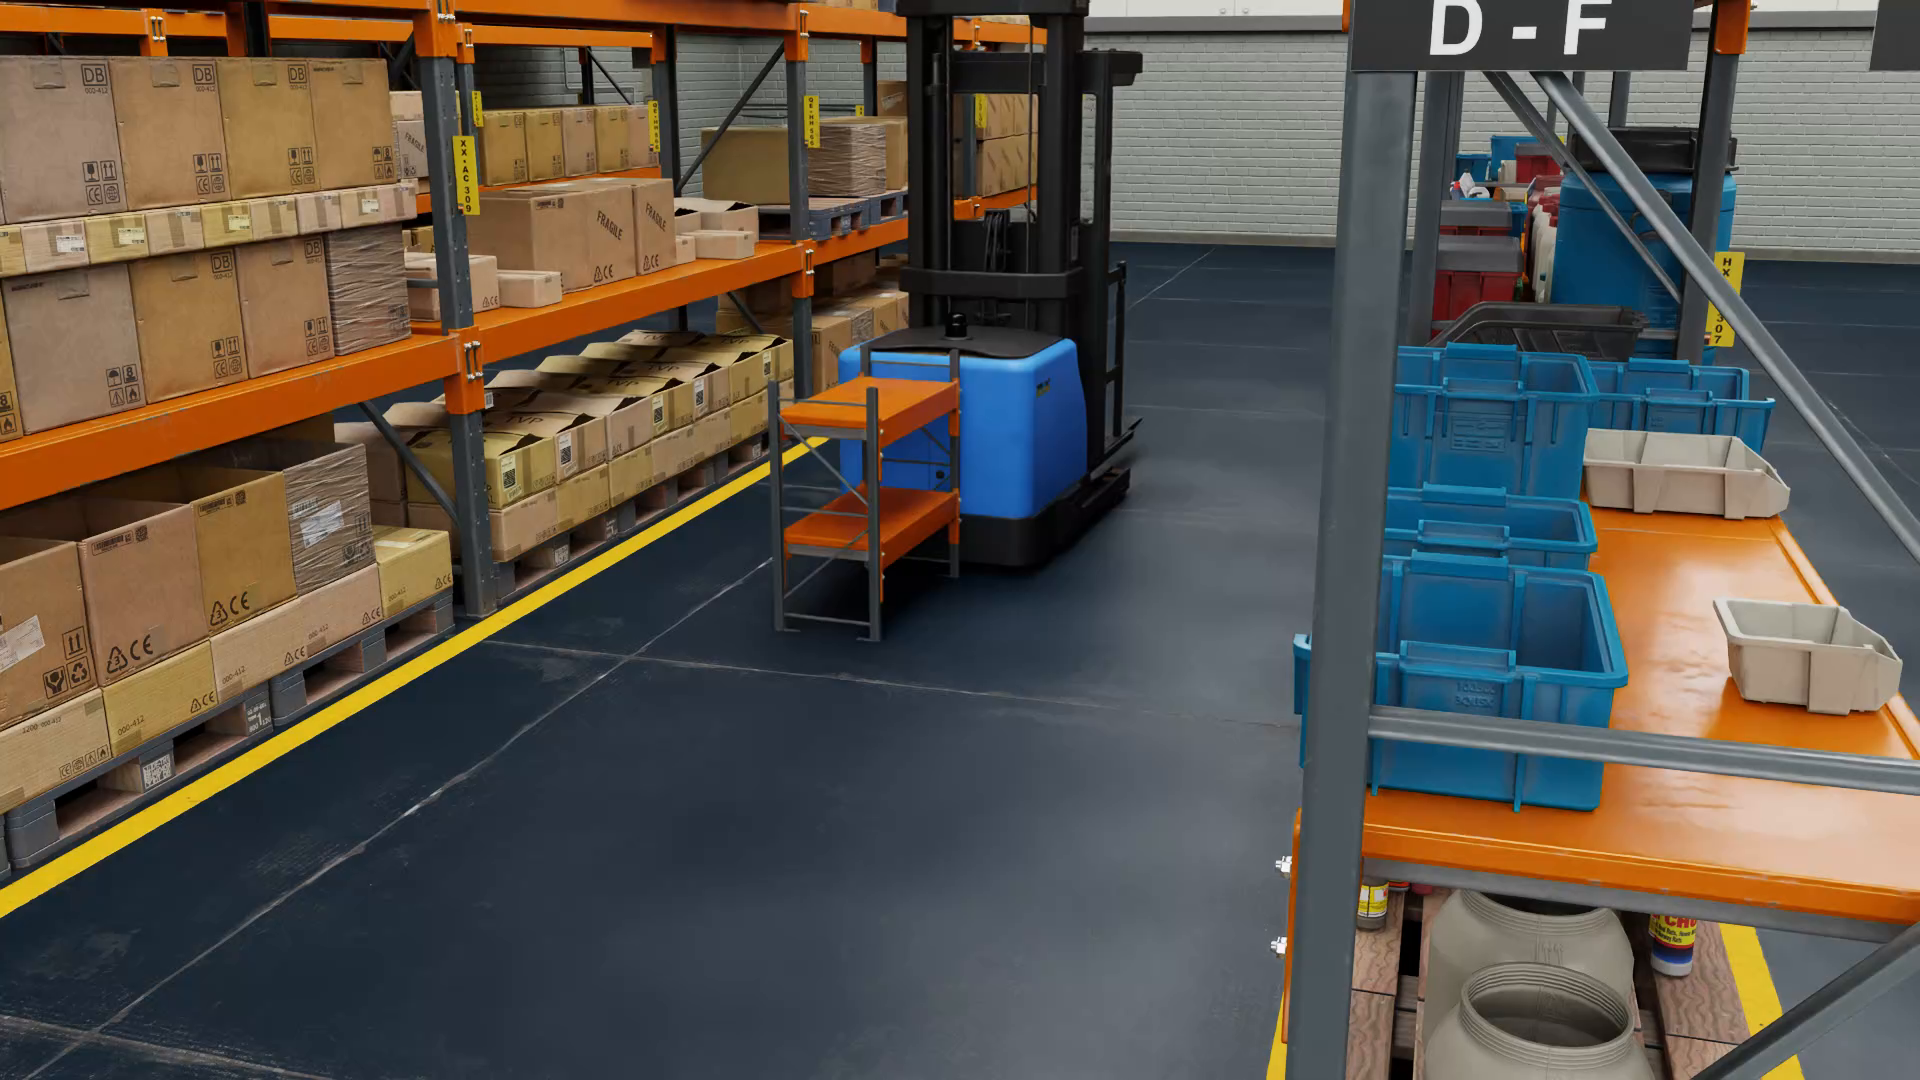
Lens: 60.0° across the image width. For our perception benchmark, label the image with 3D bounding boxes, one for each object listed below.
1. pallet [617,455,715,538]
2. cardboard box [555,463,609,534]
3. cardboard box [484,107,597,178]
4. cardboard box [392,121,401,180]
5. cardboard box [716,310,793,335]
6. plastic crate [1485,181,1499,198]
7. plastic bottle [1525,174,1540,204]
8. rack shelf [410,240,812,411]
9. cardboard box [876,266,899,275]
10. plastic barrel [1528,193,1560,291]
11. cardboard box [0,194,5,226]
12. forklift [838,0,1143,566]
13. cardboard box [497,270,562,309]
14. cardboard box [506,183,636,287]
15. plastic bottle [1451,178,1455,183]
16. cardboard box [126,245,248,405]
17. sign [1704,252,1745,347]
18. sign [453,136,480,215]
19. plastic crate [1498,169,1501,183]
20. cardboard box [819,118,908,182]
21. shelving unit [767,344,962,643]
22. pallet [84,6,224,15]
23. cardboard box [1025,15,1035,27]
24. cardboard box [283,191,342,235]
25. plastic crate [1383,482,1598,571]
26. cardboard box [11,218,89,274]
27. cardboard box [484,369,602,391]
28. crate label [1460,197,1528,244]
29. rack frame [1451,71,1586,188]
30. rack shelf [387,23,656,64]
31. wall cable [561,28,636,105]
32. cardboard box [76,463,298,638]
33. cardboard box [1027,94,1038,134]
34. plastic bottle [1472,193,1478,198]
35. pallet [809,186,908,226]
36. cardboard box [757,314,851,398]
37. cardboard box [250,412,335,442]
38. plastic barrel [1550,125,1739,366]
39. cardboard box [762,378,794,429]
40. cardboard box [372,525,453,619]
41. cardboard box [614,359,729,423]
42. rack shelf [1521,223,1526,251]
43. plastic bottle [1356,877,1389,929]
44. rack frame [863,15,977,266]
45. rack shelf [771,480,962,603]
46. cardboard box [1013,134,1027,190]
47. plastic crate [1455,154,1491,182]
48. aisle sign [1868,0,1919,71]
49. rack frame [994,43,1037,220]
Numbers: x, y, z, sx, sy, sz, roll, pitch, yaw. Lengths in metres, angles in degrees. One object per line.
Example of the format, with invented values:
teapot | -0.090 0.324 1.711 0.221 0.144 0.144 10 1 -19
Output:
pallet | -2.108 -0.307 9.525 1.003 0.211 1.213 5 16 16
cardboard box | -2.126 -0.232 8.418 0.500 0.250 0.500 5 17 17
cardboard box | -4.522 -4.275 17.855 0.980 0.700 0.700 4 16 13
cardboard box | -5.278 -3.404 14.569 0.500 0.500 0.500 5 16 16
cardboard box | -1.447 -1.451 12.222 0.500 0.500 0.500 5 17 18
plastic crate | 4.457 -3.050 14.481 0.437 0.125 0.590 5 16 16
plastic bottle | 4.311 -2.562 12.455 0.144 0.351 0.185 5 16 16
rack shelf | -2.056 -1.310 9.268 1.077 0.370 4.000 5 16 16
cardboard box | -0.722 -2.127 14.605 0.500 0.500 0.500 4 16 13
plastic barrel | 3.053 -1.452 8.246 0.421 0.512 0.421 0 16 0
cardboard box | -3.315 -1.163 4.872 0.700 0.500 0.500 5 16 16
forklift | 0.356 -1.641 9.244 1.130 2.935 3.031 6 17 19
cardboard box | -2.177 -1.228 8.121 0.380 0.149 0.250 5 16 16
cardboard box | -2.099 -1.649 8.963 0.500 0.500 0.500 5 16 16
plastic bottle | 3.846 -2.686 13.017 0.061 0.283 0.133 5 16 16
cardboard box | -3.035 -0.795 5.950 0.700 0.500 0.500 5 17 17
sign | 2.648 -0.835 5.769 0.100 0.325 0.005 5 16 16
sign | -2.092 -1.544 7.046 0.100 0.325 0.005 5 16 16
plastic crate | 5.379 -3.487 15.998 0.396 0.136 0.243 5 16 16
cardboard box | -0.835 -3.184 13.606 0.700 0.500 0.500 7 17 25
shelving unit | -0.412 -0.248 7.643 0.538 1.125 1.048 6 17 19
pallet | -6.106 -4.087 12.590 1.213 0.211 1.003 5 17 18
cardboard box | 0.453 -5.097 16.079 0.500 0.250 0.500 5 16 16
cardboard box | -2.641 -1.272 6.444 0.380 0.149 0.250 4 16 14
plastic crate | 1.032 0.047 3.439 0.499 0.251 0.408 5 16 16
cardboard box | -3.006 -0.934 5.254 0.380 0.149 0.250 5 17 16
cardboard box | -2.352 -0.808 9.422 0.500 0.311 0.500 4 16 15
crate label | 2.719 -1.572 8.809 0.502 0.435 0.616 5 16 16
rack frame | 4.397 -2.840 13.346 1.000 3.000 0.127 5 16 16
rack shelf | -4.533 -5.229 17.588 1.077 0.370 4.000 5 16 16
wall cable | -4.508 -5.552 21.045 0.084 1.984 1.851 5 16 16
cardboard box | -2.839 0.027 6.133 0.500 0.500 0.500 5 16 16
cardboard box | 0.491 -4.261 16.338 0.500 0.500 0.500 5 17 18
plastic bottle | 3.595 -2.294 11.655 0.097 0.271 0.097 0 16 0
pallet | -0.940 -2.596 12.836 1.003 0.211 1.213 5 16 16
cardboard box | -1.084 -1.285 11.637 0.500 0.500 0.500 5 17 18
cardboard box | -3.057 -0.275 7.198 0.500 0.500 0.500 5 16 16
plastic barrel | 2.524 -1.066 6.172 0.600 0.901 0.708 5 16 16
cardboard box | -1.403 -0.902 10.780 0.500 0.250 0.500 5 17 17
cardboard box | -2.547 0.127 7.155 0.500 0.250 0.500 5 16 16
cardboard box | -1.688 -0.903 9.759 0.500 0.311 0.500 5 16 16
rack shelf | 3.829 -1.971 11.600 1.077 0.370 4.000 5 16 16
plastic bottle | 1.088 0.919 4.413 0.097 0.201 0.097 0 16 0
rack frame | -0.351 -3.225 14.704 1.000 3.000 0.127 5 16 16
rack shelf | -0.412 -0.013 7.710 0.538 0.278 1.000 6 17 19
cardboard box | 0.342 -3.651 16.020 0.500 0.500 0.500 5 16 16
plastic crate | 4.203 -3.010 13.864 0.392 0.384 0.575 5 16 16
aisle sign | 1.247 -0.910 1.776 0.394 0.787 0.004 5 16 16
rack frame | 0.786 -4.272 18.393 1.000 3.000 0.127 5 16 16
